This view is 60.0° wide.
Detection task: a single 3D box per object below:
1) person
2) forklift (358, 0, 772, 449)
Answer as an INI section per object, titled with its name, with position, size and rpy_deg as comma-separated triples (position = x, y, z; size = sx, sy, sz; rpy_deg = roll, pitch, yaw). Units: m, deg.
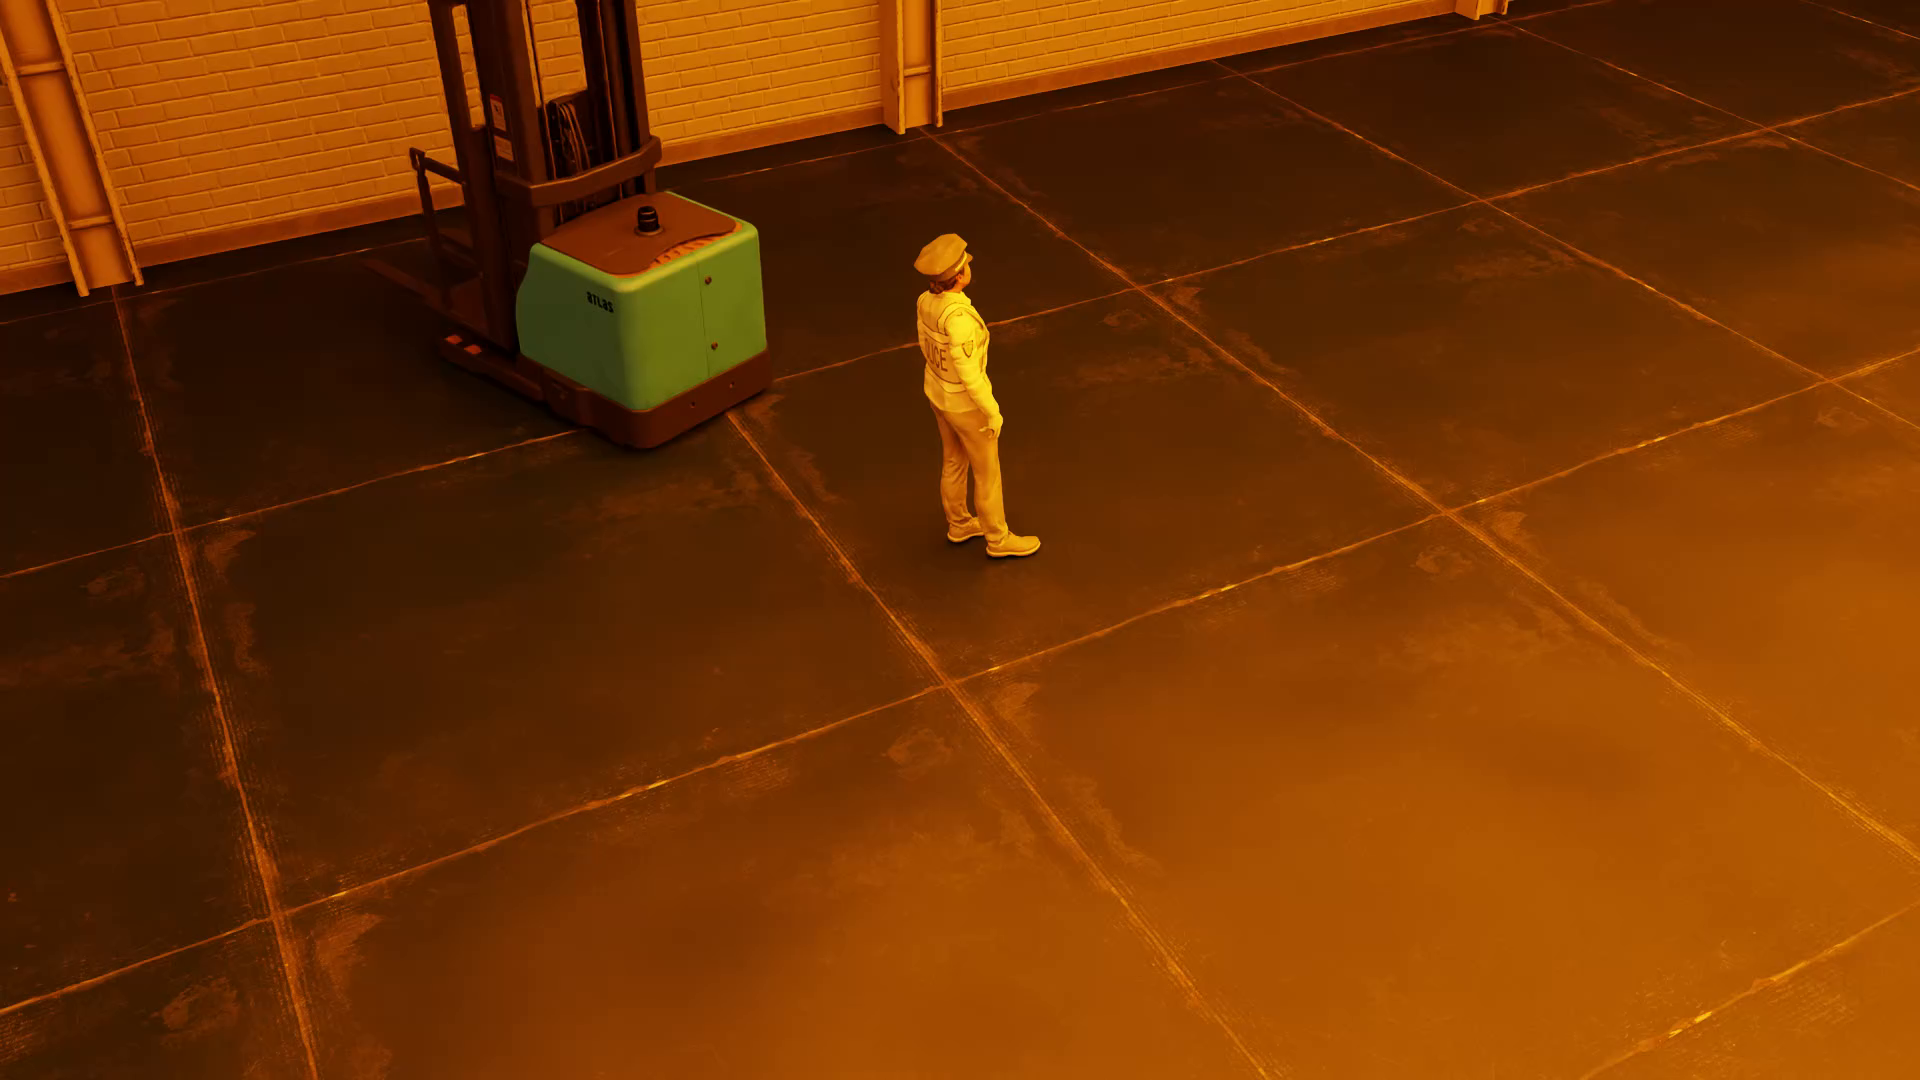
[person]
position = 0.064, -0.713, 8.190
size = 0.532, 1.694, 0.586
rpy_deg = -17, 39, -23
[forklift]
position = -2.562, -2.418, 9.544
size = 3.031, 2.935, 1.130
rpy_deg = 26, 43, 32
